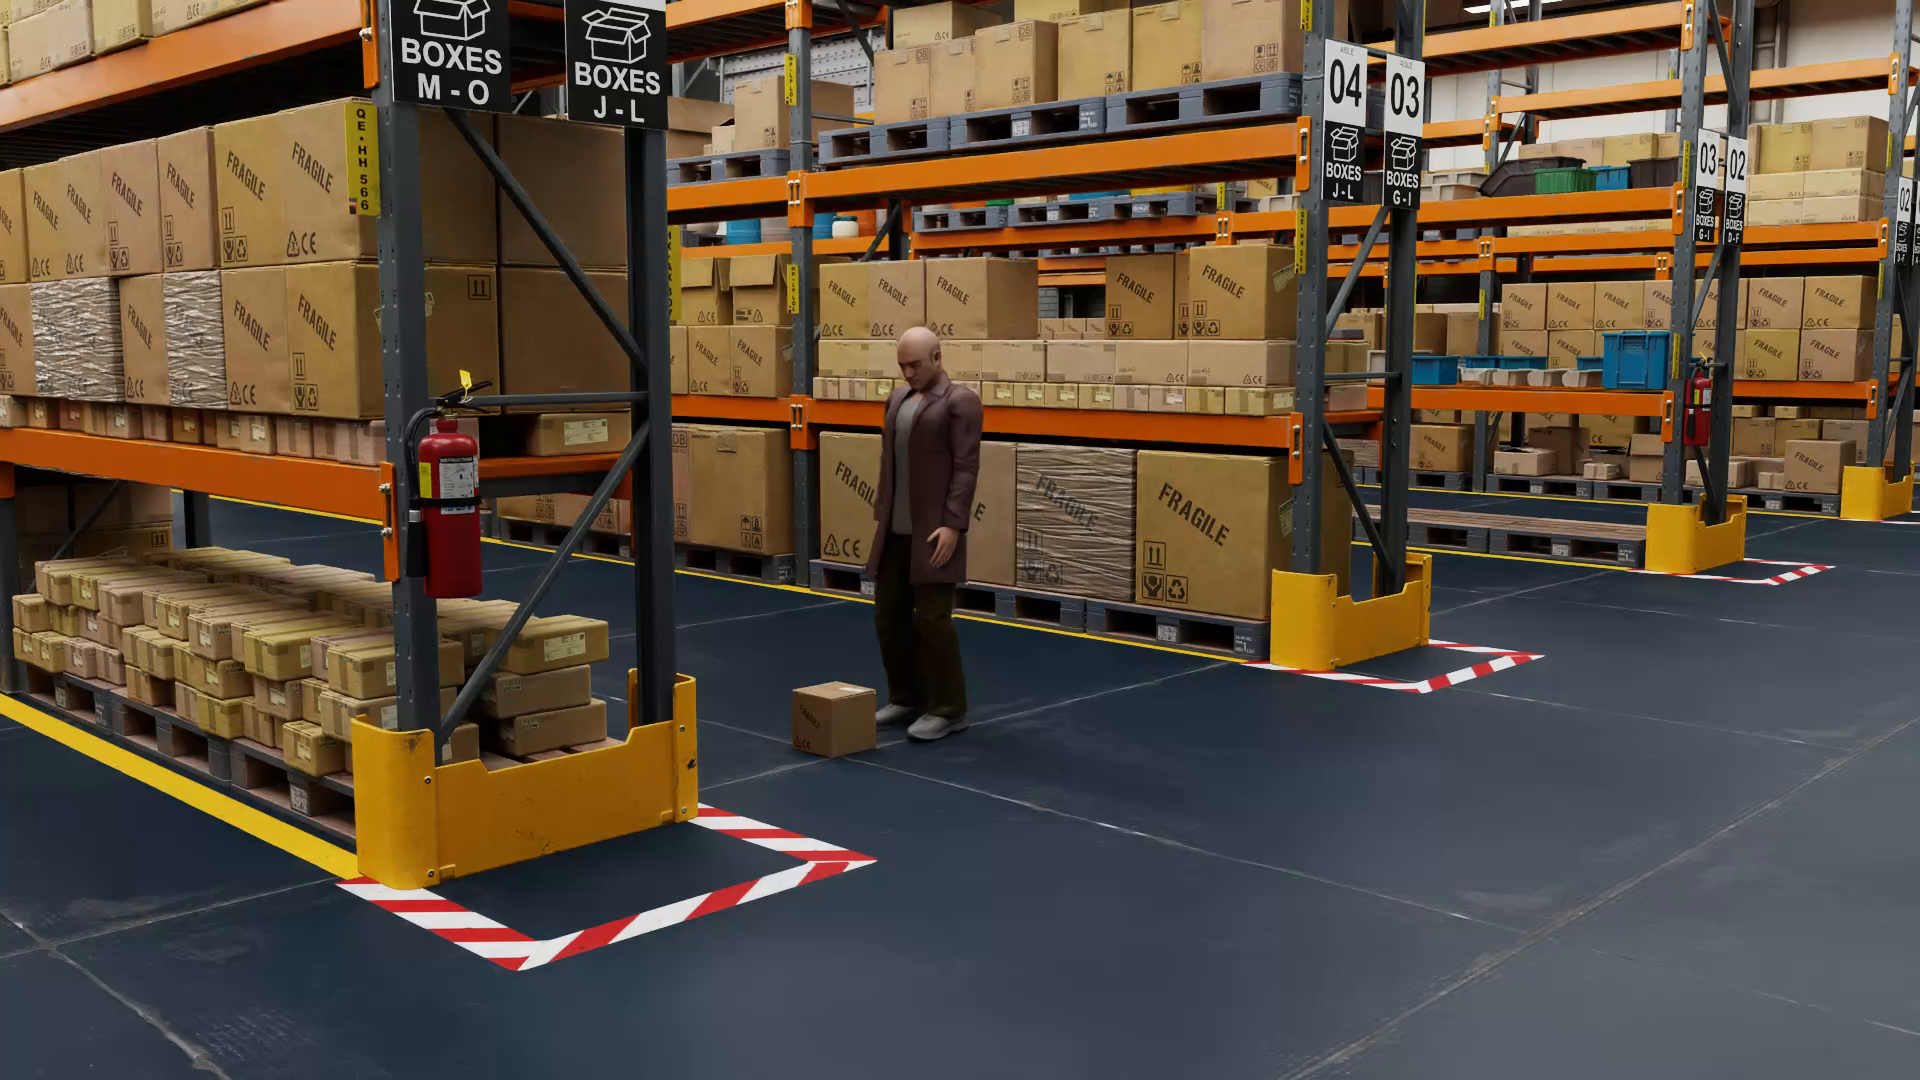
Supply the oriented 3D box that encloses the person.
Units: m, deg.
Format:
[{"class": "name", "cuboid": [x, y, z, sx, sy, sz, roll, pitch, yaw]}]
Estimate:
[{"class": "person", "cuboid": [-0.166, -0.032, 7.186, 0.569, 1.762, 0.381, 7, 10, 45]}]
